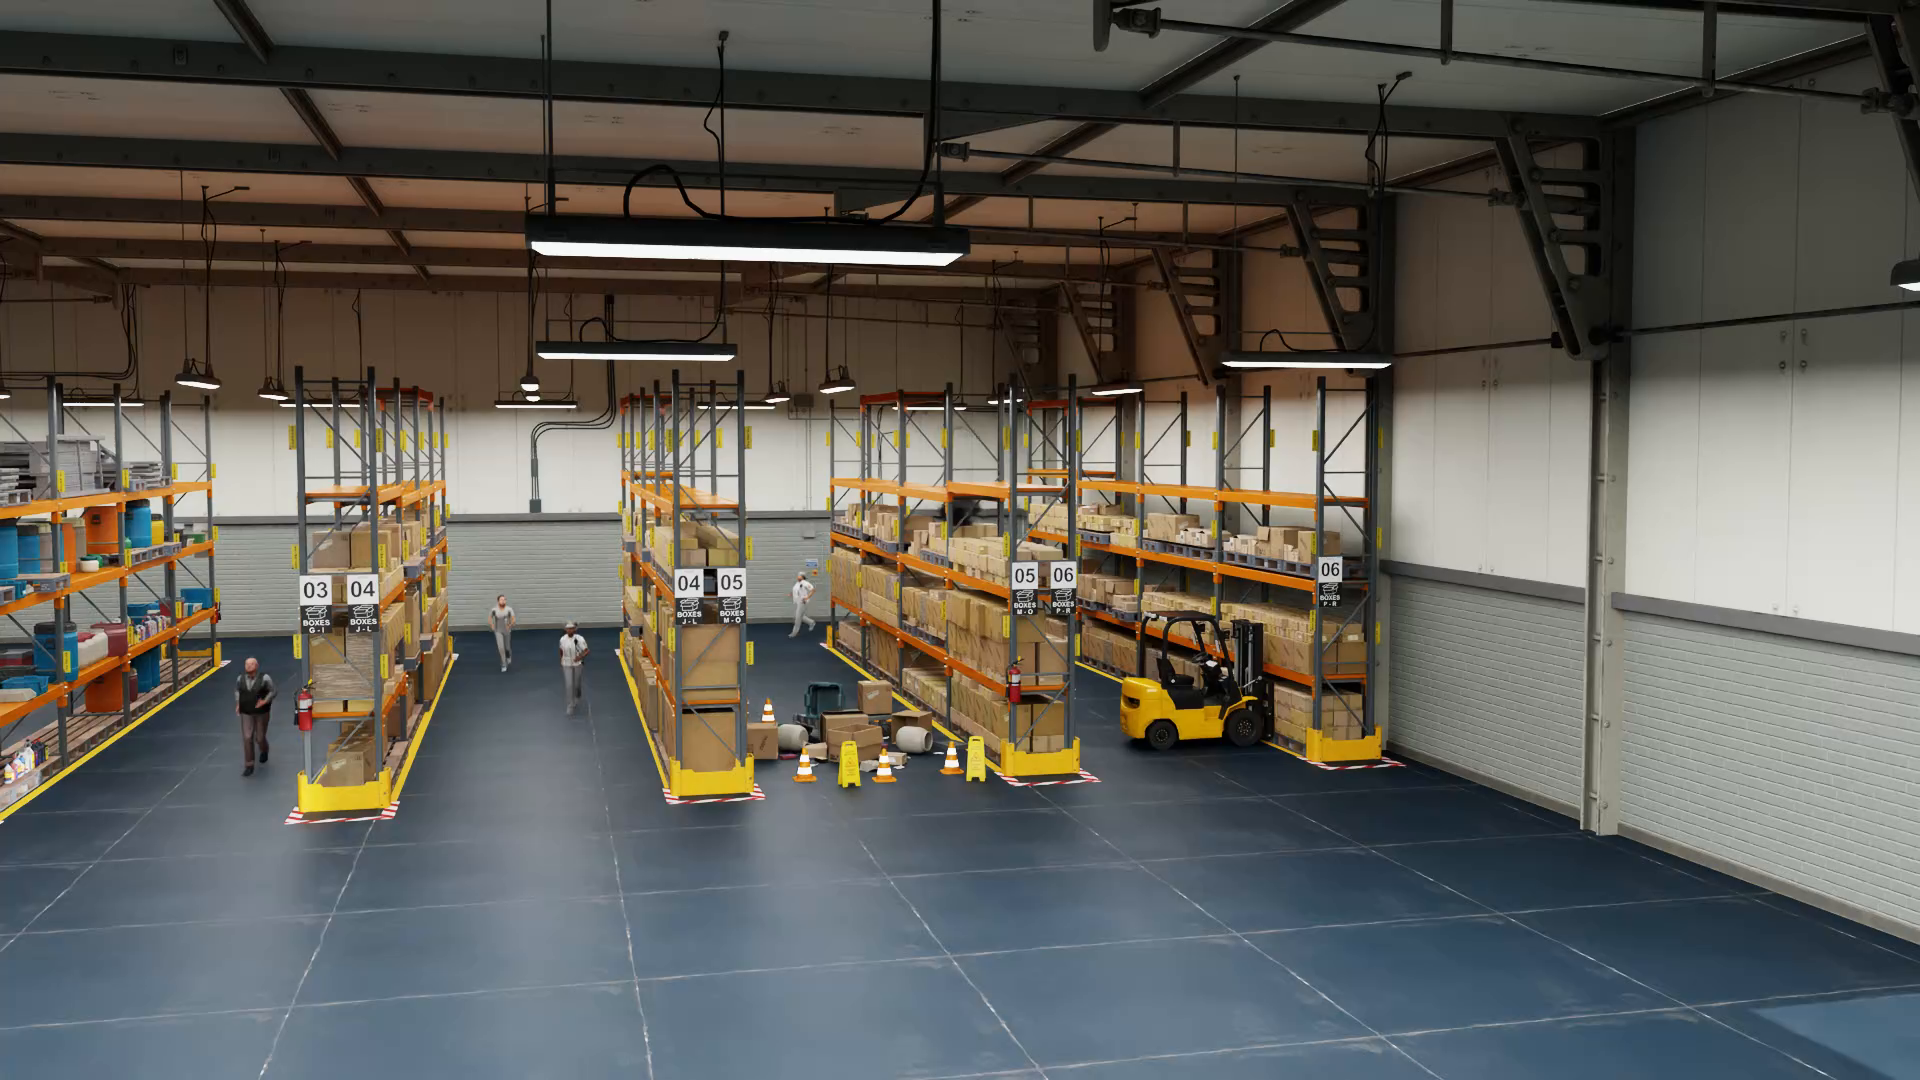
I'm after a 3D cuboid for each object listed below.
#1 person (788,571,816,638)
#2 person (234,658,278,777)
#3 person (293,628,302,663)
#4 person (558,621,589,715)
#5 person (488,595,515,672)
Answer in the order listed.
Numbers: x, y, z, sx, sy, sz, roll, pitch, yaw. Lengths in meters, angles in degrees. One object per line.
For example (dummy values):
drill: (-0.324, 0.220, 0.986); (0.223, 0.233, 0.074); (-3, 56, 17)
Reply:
person: (-4.042, 1.633, 42.555); (0.903, 1.663, 0.608); (-3, 4, -37)
person: (-10.641, 2.639, 25.135); (0.649, 1.741, 0.827); (-1, 3, -10)
person: (-12.847, 2.261, 32.854); (0.603, 1.559, 0.493); (-1, 4, -19)
person: (-7.102, 2.310, 30.558); (0.573, 1.696, 0.859); (0, 3, -5)
person: (-10.004, 2.023, 36.316); (0.573, 1.665, 0.817); (-1, 4, -16)
